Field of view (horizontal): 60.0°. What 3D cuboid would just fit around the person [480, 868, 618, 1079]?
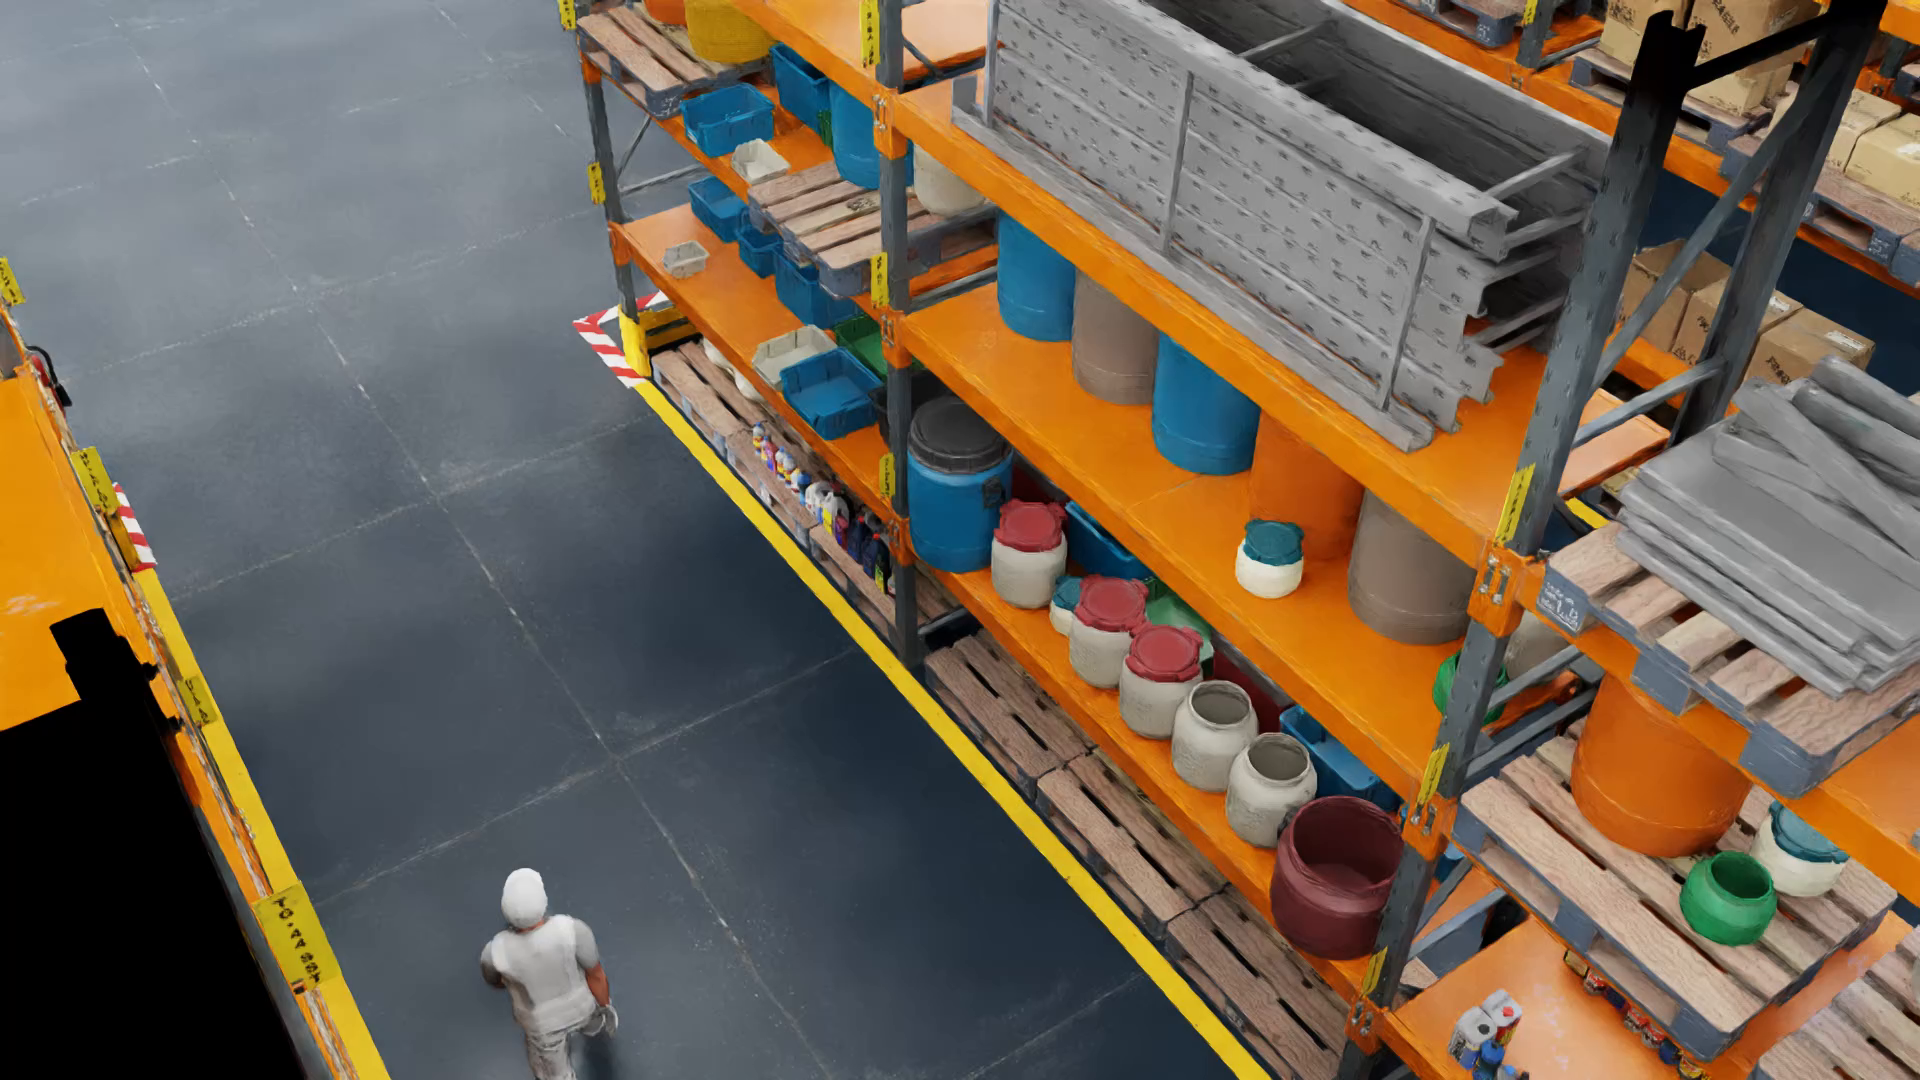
[{"bbox_3d":[-1.955,2.233,8.006,0.534,1.678,0.874,-17,45,-18],"label":"person"}]
